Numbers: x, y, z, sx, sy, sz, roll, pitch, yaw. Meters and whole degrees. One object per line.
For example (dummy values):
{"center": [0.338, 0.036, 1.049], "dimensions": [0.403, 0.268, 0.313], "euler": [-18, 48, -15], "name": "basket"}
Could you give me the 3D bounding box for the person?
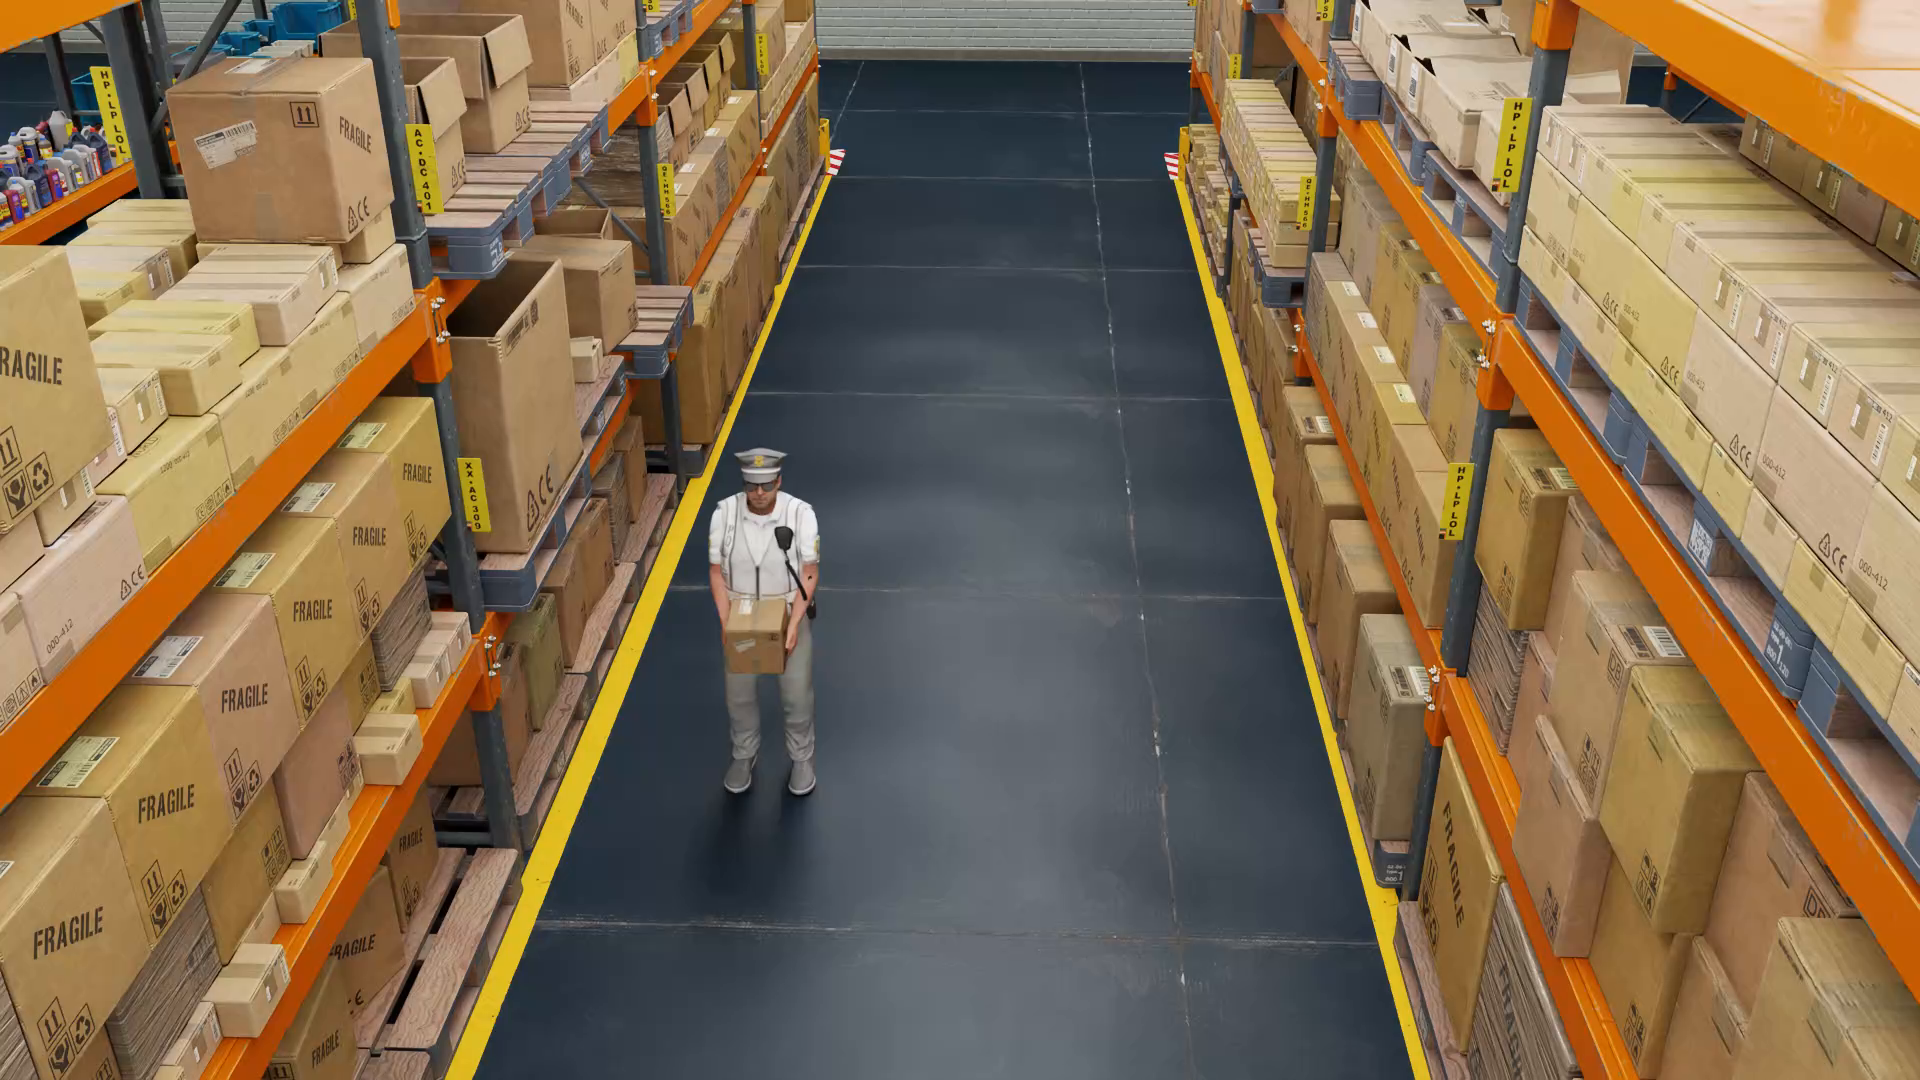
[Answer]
{"center": [-0.914, 0.375, 7.888], "dimensions": [0.551, 1.761, 0.437], "euler": [0, 28, 1], "name": "person"}
